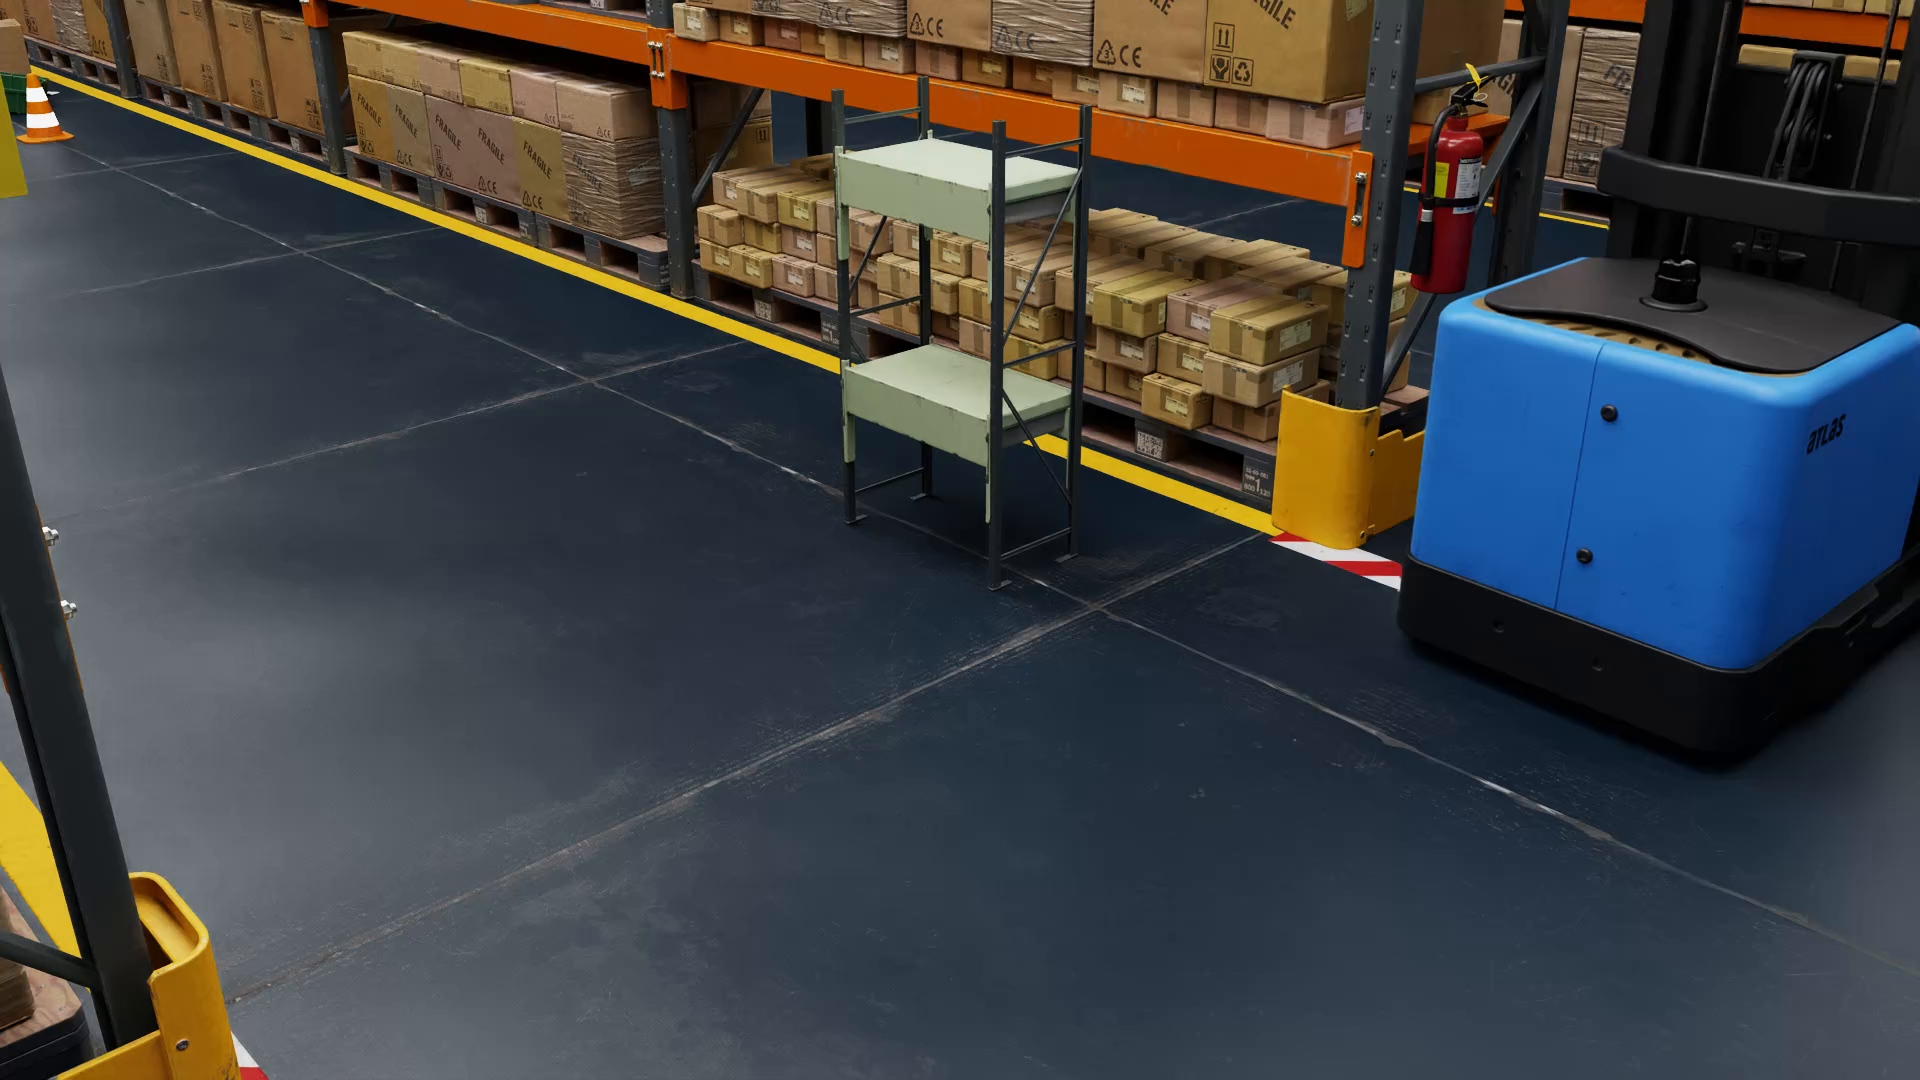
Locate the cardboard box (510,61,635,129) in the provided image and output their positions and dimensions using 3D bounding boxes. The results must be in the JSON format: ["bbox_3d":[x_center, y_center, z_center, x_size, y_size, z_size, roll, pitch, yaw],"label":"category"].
[{"bbox_3d":[-2.102,-2.434,9.074,0.500,0.250,0.500,-19,31,-36],"label":"cardboard box"}]

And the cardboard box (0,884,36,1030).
[{"bbox_3d":[-2.401,0.724,3.130,0.875,0.438,0.875,22,33,40],"label":"cardboard box"}]

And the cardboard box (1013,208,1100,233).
[{"bbox_3d":[0.402,-1.376,7.364,0.380,0.149,0.250,-21,32,-38],"label":"cardboard box"}]

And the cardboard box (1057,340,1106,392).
[{"bbox_3d":[0.610,-0.733,6.672,0.380,0.149,0.250,-21,32,-38],"label":"cardboard box"}]

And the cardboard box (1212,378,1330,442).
[{"bbox_3d":[1.156,-0.508,6.179,0.380,0.149,0.250,-21,32,-38],"label":"cardboard box"}]

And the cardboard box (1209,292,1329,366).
[{"bbox_3d":[1.121,-0.767,6.030,0.380,0.149,0.250,-21,32,-38],"label":"cardboard box"}]

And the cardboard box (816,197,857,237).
[{"bbox_3d":[-0.433,-1.492,7.619,0.380,0.149,0.250,-22,33,-40],"label":"cardboard box"}]

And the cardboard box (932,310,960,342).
[{"bbox_3d":[0.100,-0.979,7.211,0.380,0.149,0.250,-20,31,-37],"label":"cardboard box"}]

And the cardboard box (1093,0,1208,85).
[{"bbox_3d":[0.824,-1.915,5.856,0.500,0.500,0.500,-22,32,-39],"label":"cardboard box"}]

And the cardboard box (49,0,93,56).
[{"bbox_3d":[-7.532,-4.856,14.835,0.875,0.875,0.875,-21,32,-38],"label":"cardboard box"}]

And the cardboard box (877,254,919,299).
[{"bbox_3d":[-0.141,-1.173,7.277,0.380,0.149,0.250,-22,32,-39],"label":"cardboard box"}]

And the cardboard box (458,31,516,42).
[{"bbox_3d":[-2.788,-3.050,10.424,0.500,0.250,0.500,-21,32,-38],"label":"cardboard box"}]

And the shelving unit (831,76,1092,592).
[{"bbox_3d":[-0.005,-0.684,5.443,0.431,1.500,0.755,-21,32,-38],"label":"shelving unit"}]

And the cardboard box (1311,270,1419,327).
[{"bbox_3d":[1.558,-0.934,6.395,0.250,0.149,0.380,22,32,39],"label":"cardboard box"}]

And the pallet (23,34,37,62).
[{"bbox_3d":[-8.665,-4.873,16.177,1.003,0.211,1.213,-21,32,-38],"label":"pallet"}]

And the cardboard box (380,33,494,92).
[{"bbox_3d":[-3.159,-2.902,10.098,0.500,0.250,0.500,-22,32,-39],"label":"cardboard box"}]

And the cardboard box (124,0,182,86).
[{"bbox_3d":[-6.044,-4.155,13.448,1.050,0.750,0.750,-21,32,-39],"label":"cardboard box"}]

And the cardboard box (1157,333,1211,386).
[{"bbox_3d":[0.959,-0.717,6.278,0.380,0.149,0.250,-22,33,-40],"label":"cardboard box"}]

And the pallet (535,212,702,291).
[{"bbox_3d":[-1.600,-1.693,9.206,1.003,0.211,1.213,-21,32,-38],"label":"pallet"}]

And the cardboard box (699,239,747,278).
[{"bbox_3d":[-1.052,-1.418,8.174,0.250,0.149,0.380,22,33,40],"label":"cardboard box"}]

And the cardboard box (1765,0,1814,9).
[{"bbox_3d":[4.523,-2.946,8.896,0.380,0.149,0.250,-21,32,-38],"label":"cardboard box"}]

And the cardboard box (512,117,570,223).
[{"bbox_3d":[-2.107,-2.088,9.219,0.500,0.500,0.500,-22,33,-40],"label":"cardboard box"}]

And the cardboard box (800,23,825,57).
[{"bbox_3d":[-0.479,-2.226,7.318,0.250,0.149,0.380,22,33,39],"label":"cardboard box"}]

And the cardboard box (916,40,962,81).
[{"bbox_3d":[0.041,-1.980,6.778,0.380,0.149,0.250,-20,31,-37],"label":"cardboard box"}]

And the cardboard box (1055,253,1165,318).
[{"bbox_3d":[0.591,-0.998,6.537,0.250,0.149,0.380,22,33,40],"label":"cardboard box"}]

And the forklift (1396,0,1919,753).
[{"bbox_3d":[2.744,-1.277,5.018,3.031,2.935,1.130,-21,32,-38],"label":"forklift"}]

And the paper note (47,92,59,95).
[{"bbox_3d":[-7.655,-3.746,13.924,0.142,0.020,0.147,3,25,6],"label":"paper note"}]

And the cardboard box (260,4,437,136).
[{"bbox_3d":[-4.151,-3.315,11.608,1.050,0.750,0.750,-22,32,-39],"label":"cardboard box"}]

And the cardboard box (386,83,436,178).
[{"bbox_3d":[-3.157,-2.554,10.239,0.500,0.500,0.500,-21,32,-38],"label":"cardboard box"}]

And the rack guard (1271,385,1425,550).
[{"bbox_3d":[1.616,-0.400,6.024,1.175,0.500,0.348,-21,32,-38],"label":"rack guard"}]

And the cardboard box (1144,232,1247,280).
[{"bbox_3d":[0.973,-1.148,6.864,0.250,0.149,0.380,22,32,39],"label":"cardboard box"}]

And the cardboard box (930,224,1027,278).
[{"bbox_3d":[0.067,-1.247,7.081,0.380,0.149,0.250,-21,32,-38],"label":"cardboard box"}]

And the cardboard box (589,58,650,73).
[{"bbox_3d":[-1.744,-2.580,9.394,0.500,0.250,0.500,-20,31,-37],"label":"cardboard box"}]

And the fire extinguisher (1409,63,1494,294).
[{"bbox_3d":[1.503,-1.102,5.094,0.296,0.674,0.183,-21,32,-38],"label":"fire extinguisher"}]

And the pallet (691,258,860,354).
[{"bbox_3d":[-0.582,-1.264,8.266,1.003,0.211,1.213,-21,32,-38],"label":"pallet"}]

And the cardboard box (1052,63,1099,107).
[{"bbox_3d":[0.563,-1.735,6.242,0.250,0.149,0.380,22,33,39],"label":"cardboard box"}]

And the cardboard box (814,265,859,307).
[{"bbox_3d":[-0.452,-1.215,7.727,0.380,0.149,0.250,-22,33,-39],"label":"cardboard box"}]

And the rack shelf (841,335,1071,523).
[{"bbox_3d":[-0.005,-0.388,5.578,0.431,0.370,0.720,-21,32,-38],"label":"rack shelf"}]

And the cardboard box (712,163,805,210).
[{"bbox_3d":[-0.982,-1.727,8.135,0.380,0.149,0.250,-20,31,-36],"label":"cardboard box"}]

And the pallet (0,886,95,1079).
[{"bbox_3d":[-2.480,0.969,3.371,1.003,0.211,1.213,-21,32,-38],"label":"pallet"}]

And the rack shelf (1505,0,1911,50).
[{"bbox_3d":[3.990,-3.169,9.949,1.077,0.370,4.000,-21,32,-38],"label":"rack shelf"}]

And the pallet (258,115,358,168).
[{"bbox_3d":[-4.284,-2.929,11.917,1.003,0.211,1.213,-21,32,-38],"label":"pallet"}]

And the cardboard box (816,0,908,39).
[{"bbox_3d":[-0.250,-2.374,6.862,0.500,0.500,0.500,-22,33,-39],"label":"cardboard box"}]

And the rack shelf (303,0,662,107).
[{"bbox_3d":[-2.433,-3.005,9.589,1.077,0.370,4.000,-21,32,-38],"label":"rack shelf"}]

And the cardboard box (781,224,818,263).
[{"bbox_3d":[-0.621,-1.440,7.863,0.380,0.149,0.250,-21,32,-39],"label":"cardboard box"}]

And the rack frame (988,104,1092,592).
[{"bbox_3d":[0.246,-0.573,5.200,0.400,1.500,0.023,-21,32,-38],"label":"rack frame"}]

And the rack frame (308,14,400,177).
[{"bbox_3d":[-3.800,-3.938,10.768,1.000,3.000,0.127,-21,32,-38],"label":"rack frame"}]

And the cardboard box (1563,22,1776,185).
[{"bbox_3d":[4.239,-2.562,9.805,0.875,0.875,0.875,-21,32,-38],"label":"cardboard box"}]

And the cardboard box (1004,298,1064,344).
[{"bbox_3d":[0.379,-0.932,6.750,0.380,0.149,0.250,-21,32,-38],"label":"cardboard box"}]

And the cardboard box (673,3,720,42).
[{"bbox_3d":[-1.112,-2.433,7.772,0.380,0.149,0.250,-20,31,-37],"label":"cardboard box"}]

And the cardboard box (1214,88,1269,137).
[{"bbox_3d":[1.096,-1.504,5.736,0.380,0.149,0.250,-21,32,-39],"label":"cardboard box"}]
